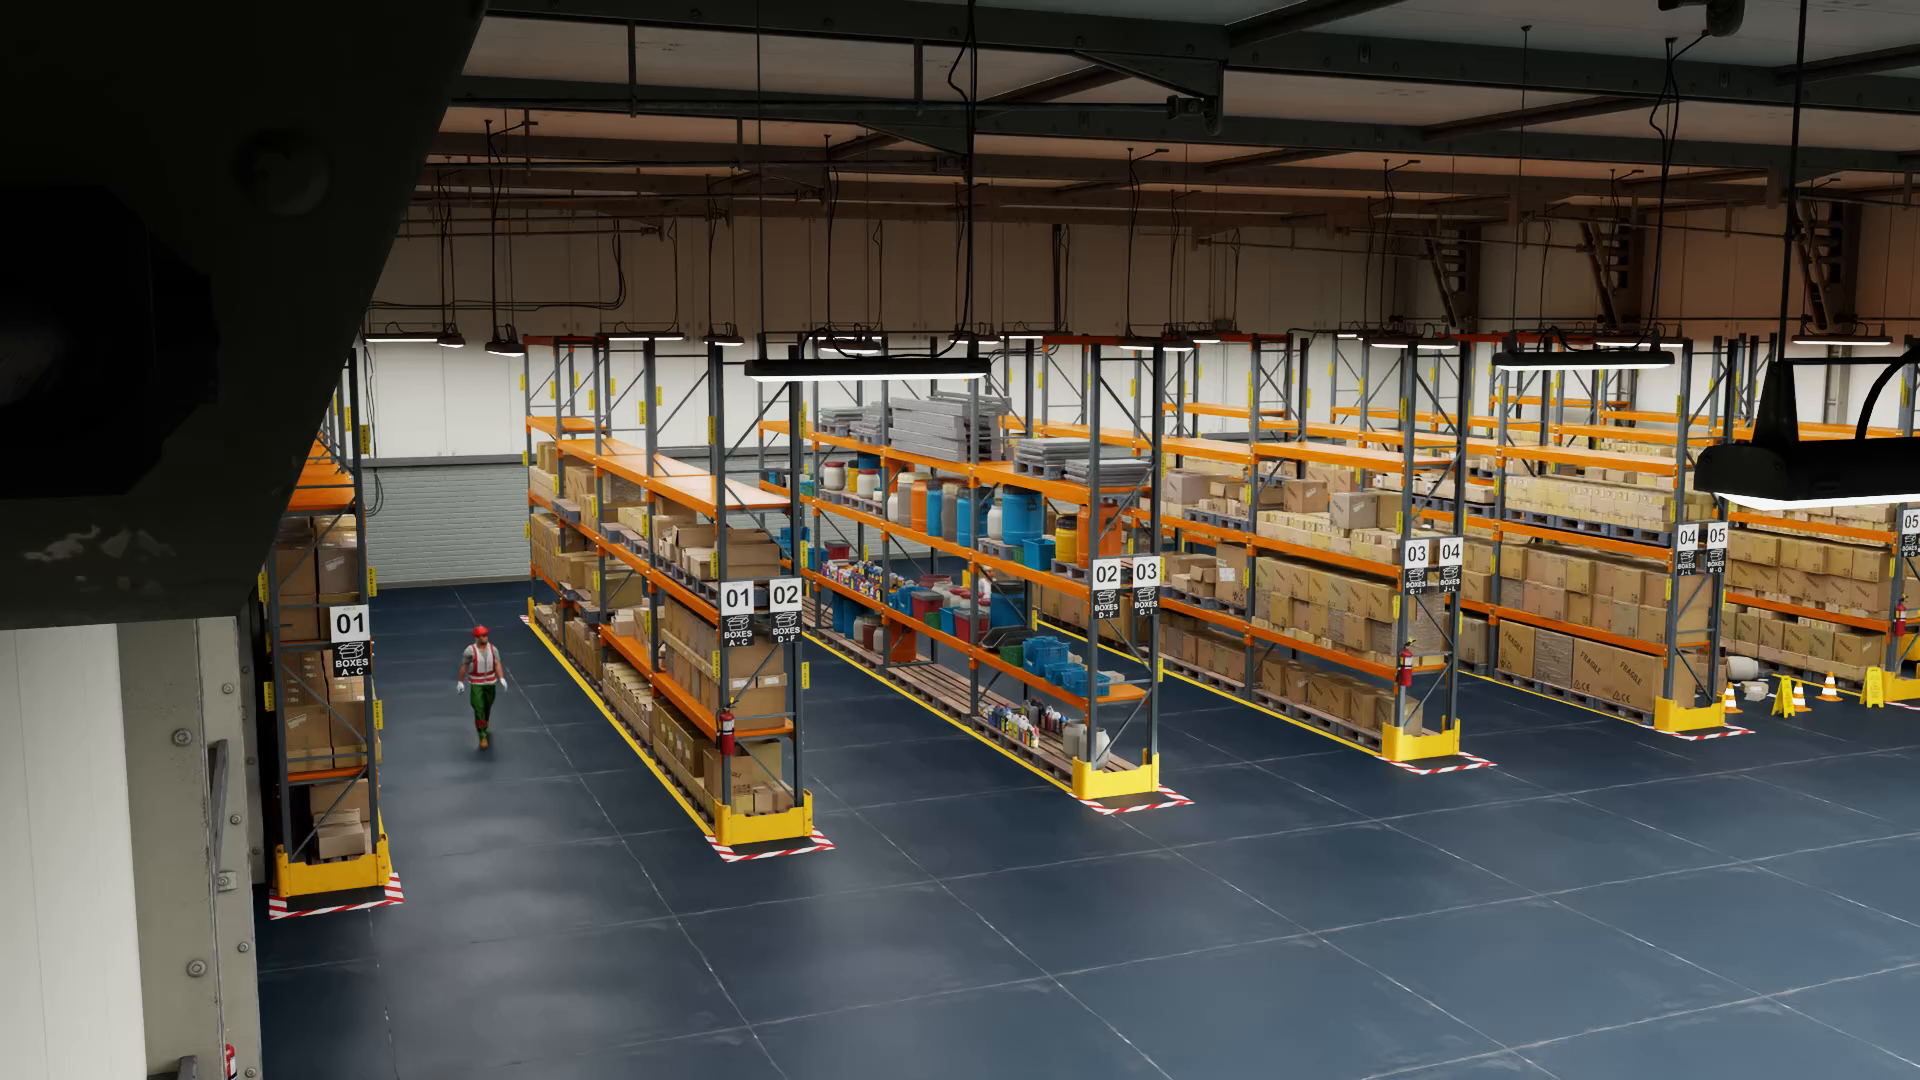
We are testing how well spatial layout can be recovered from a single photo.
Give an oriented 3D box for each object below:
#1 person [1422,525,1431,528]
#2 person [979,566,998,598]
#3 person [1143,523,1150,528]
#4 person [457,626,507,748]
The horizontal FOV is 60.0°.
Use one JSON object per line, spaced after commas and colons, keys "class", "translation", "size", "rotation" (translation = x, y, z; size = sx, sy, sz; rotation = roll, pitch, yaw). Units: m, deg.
{"class": "person", "translation": [10.358, 0.544, 36.957], "size": [0.444, 1.781, 0.560], "rotation": [5, 9, 33]}
{"class": "person", "translation": [0.570, 1.316, 31.144], "size": [0.559, 1.741, 1.071], "rotation": [-5, 9, -32]}
{"class": "person", "translation": [4.340, 0.382, 38.735], "size": [0.482, 1.584, 1.034], "rotation": [-3, 8, -24]}
{"class": "person", "translation": [-7.137, 2.148, 24.854], "size": [0.681, 1.738, 1.025], "rotation": [-4, 9, -30]}
